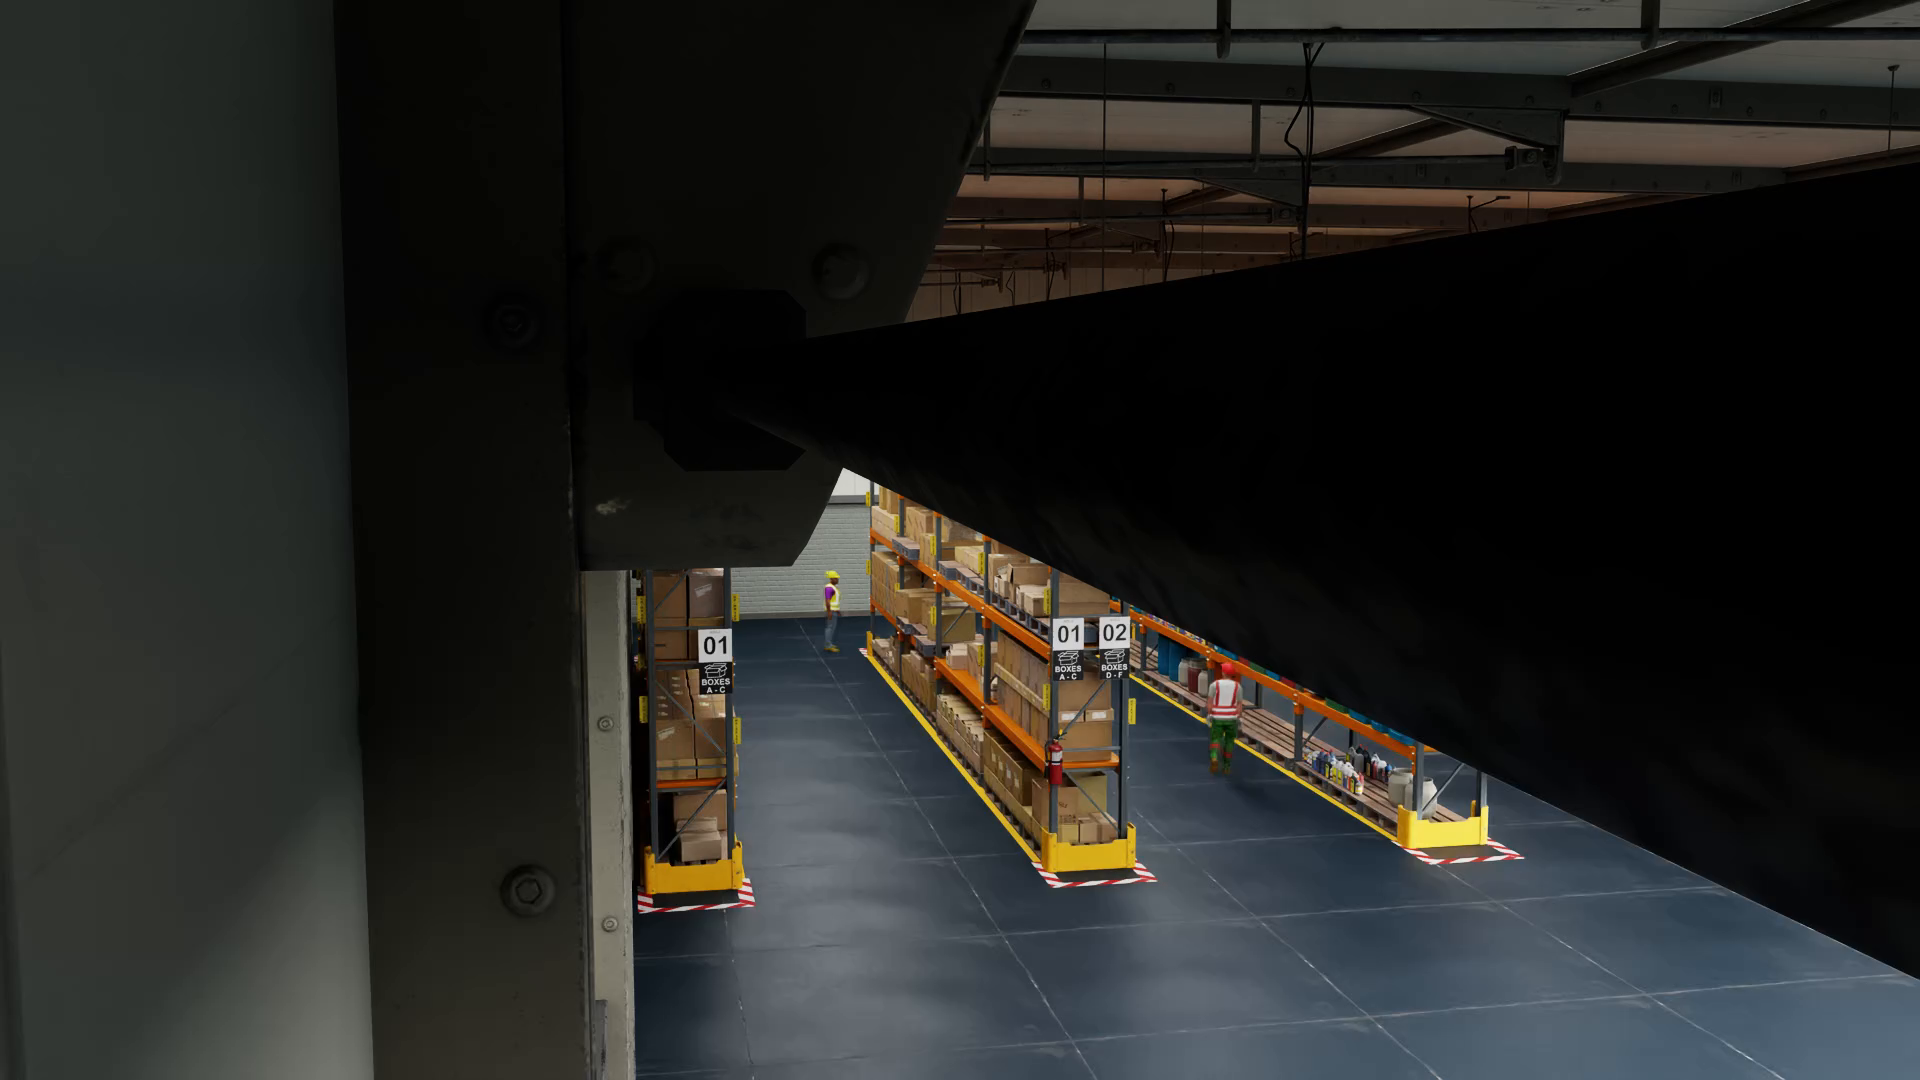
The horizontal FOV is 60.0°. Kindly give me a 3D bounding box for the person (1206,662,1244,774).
[{"bbox_3d":[4.078,2.763,25.666,0.559,1.774,0.724,2,6,23],"label":"person"}]

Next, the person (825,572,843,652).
[{"bbox_3d":[-2.832,1.588,37.081,0.367,1.775,0.622,1,6,5],"label":"person"}]
